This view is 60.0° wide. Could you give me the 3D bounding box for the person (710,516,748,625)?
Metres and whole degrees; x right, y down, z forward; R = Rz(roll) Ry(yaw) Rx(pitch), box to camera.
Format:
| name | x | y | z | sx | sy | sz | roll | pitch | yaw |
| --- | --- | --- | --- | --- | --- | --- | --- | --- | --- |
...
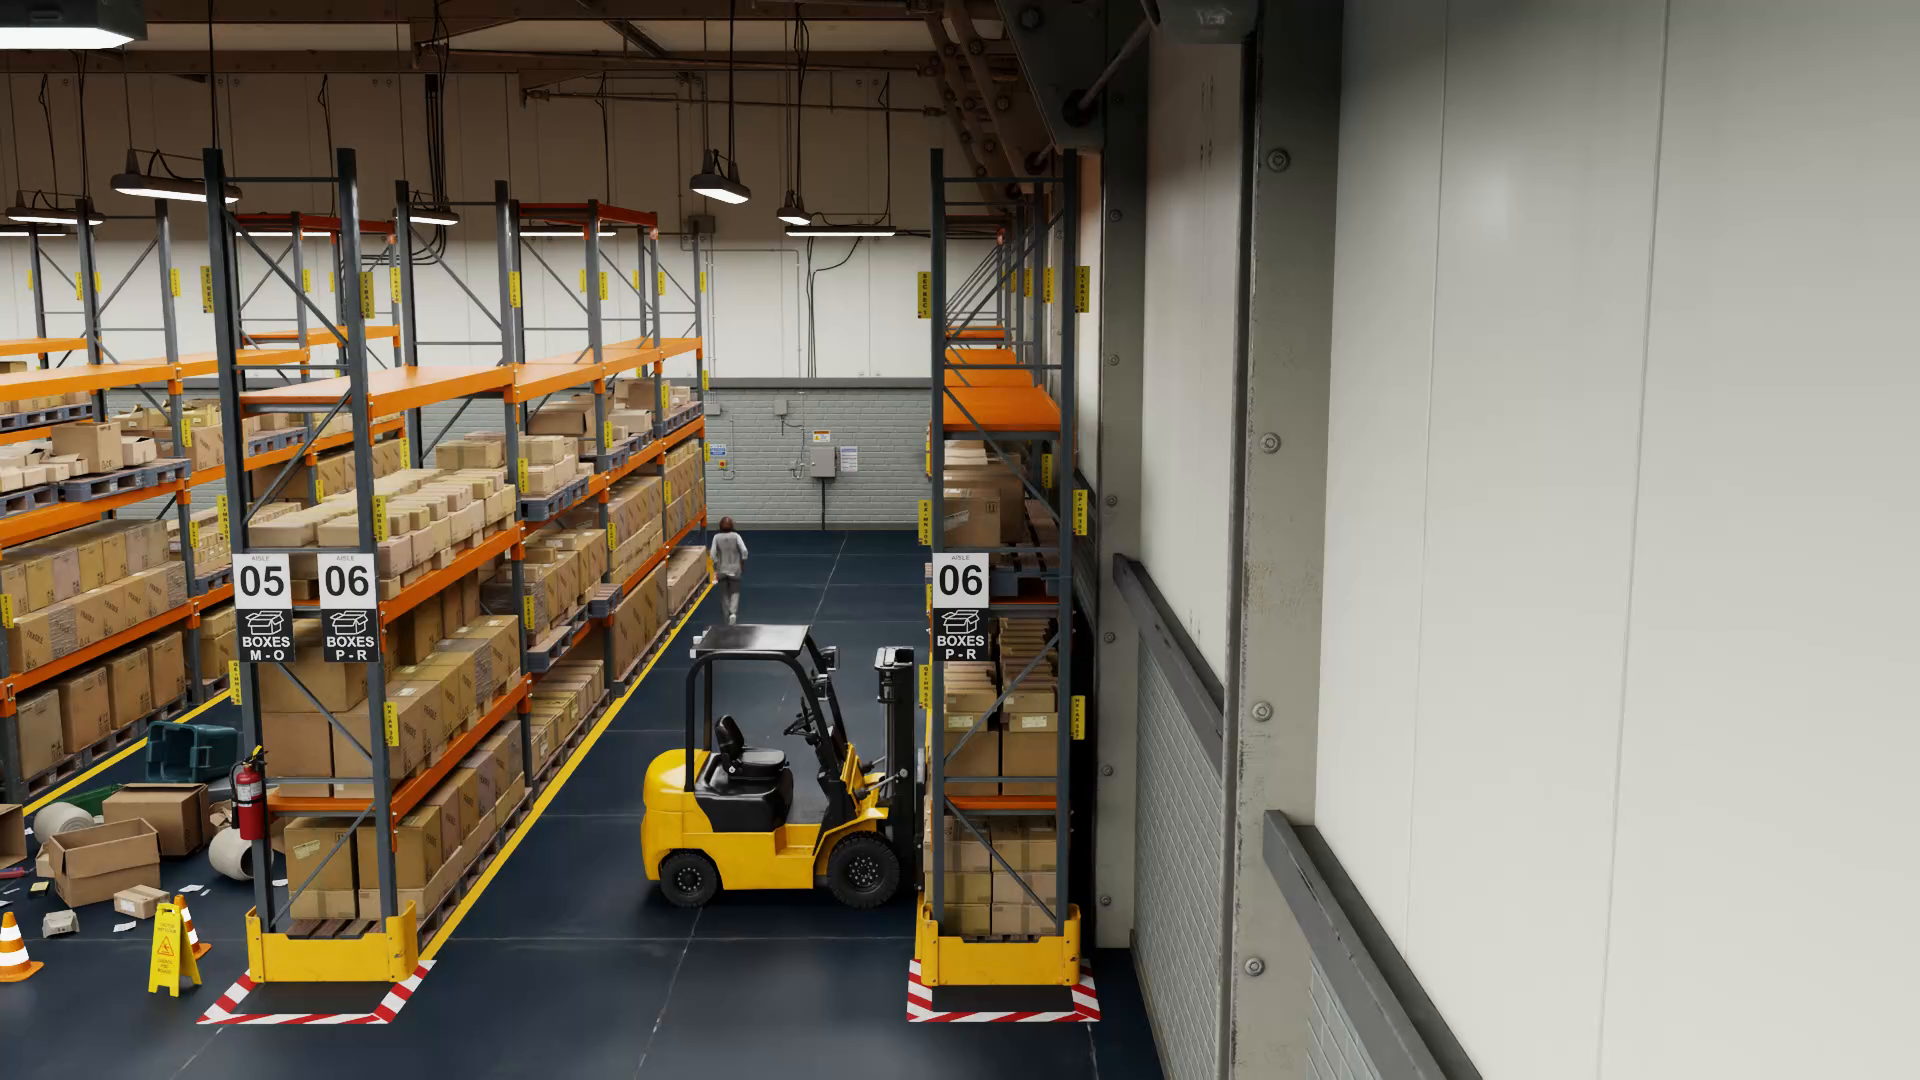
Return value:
| name | x | y | z | sx | sy | sz | roll | pitch | yaw |
| --- | --- | --- | --- | --- | --- | --- | --- | --- | --- |
| person | -3.167 | 0.453 | 22.897 | 0.530 | 1.581 | 0.456 | 0 | 9 | -3 |
